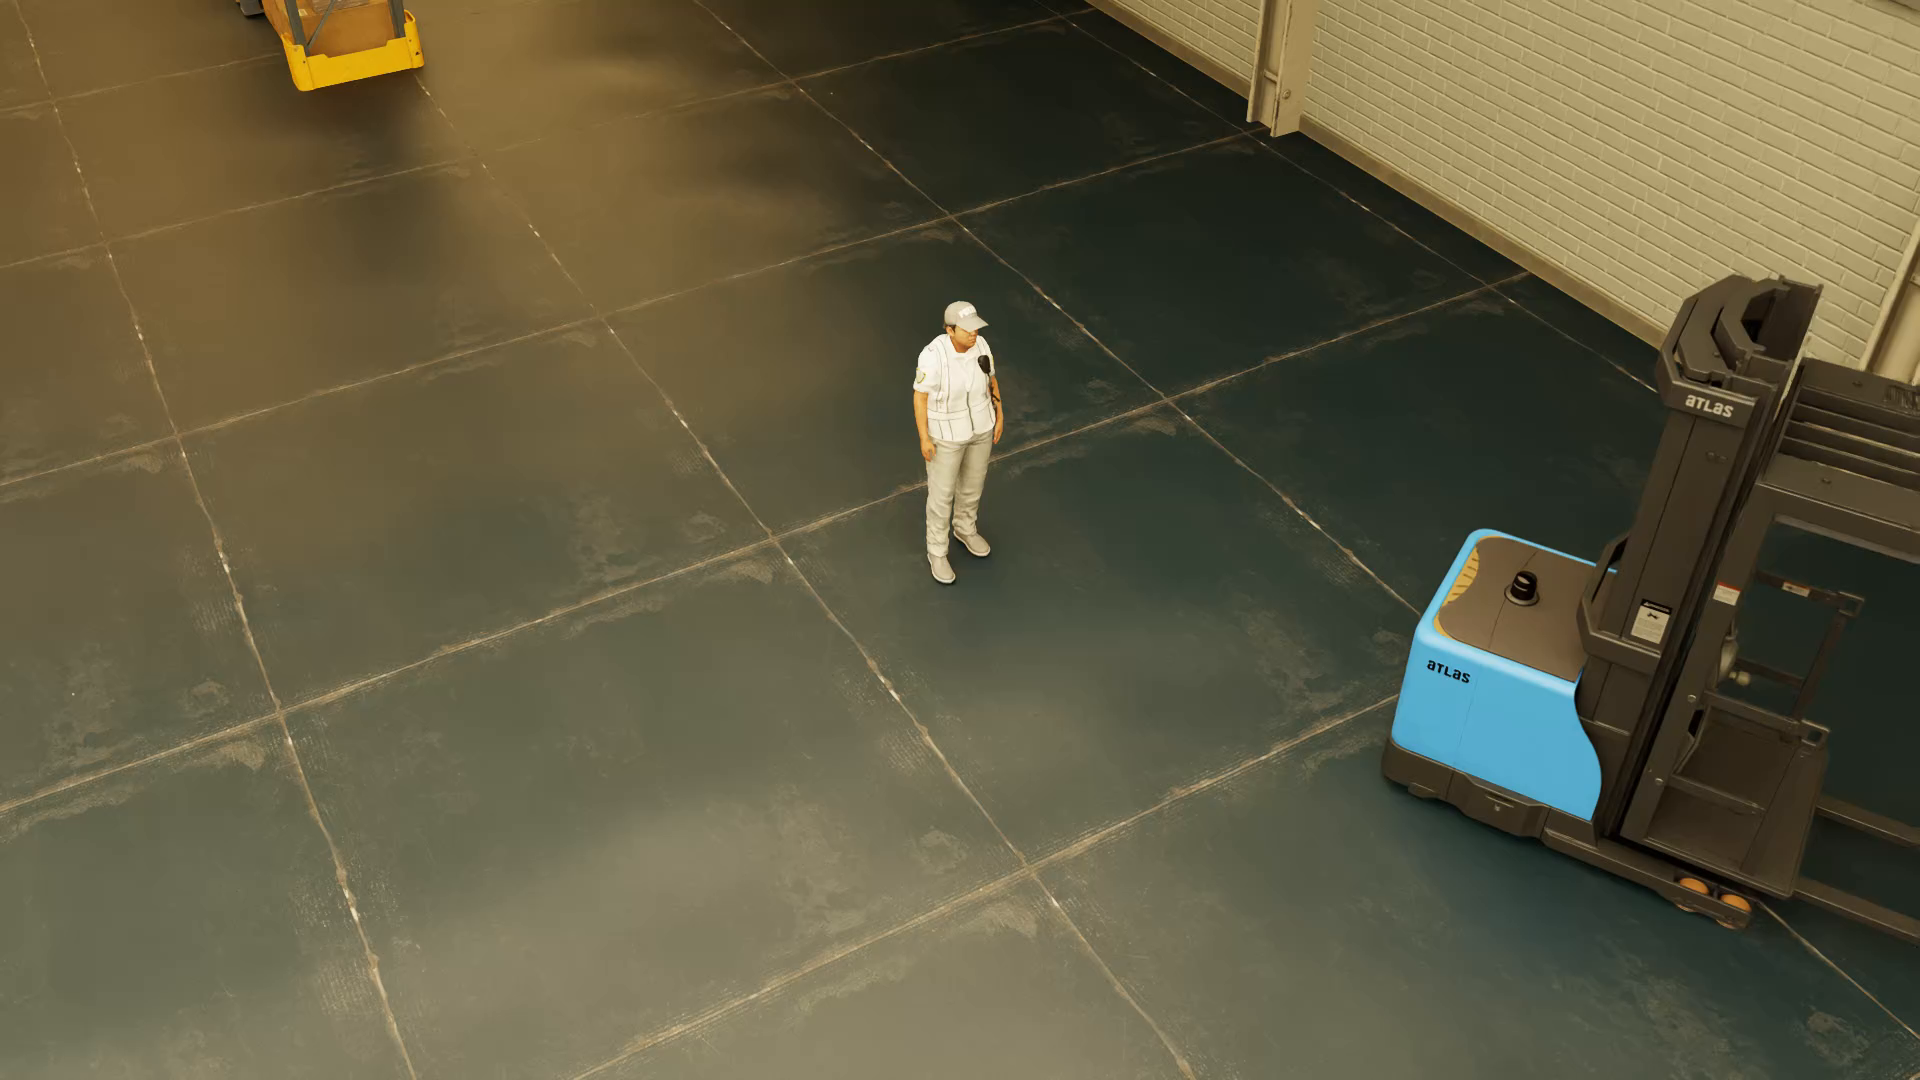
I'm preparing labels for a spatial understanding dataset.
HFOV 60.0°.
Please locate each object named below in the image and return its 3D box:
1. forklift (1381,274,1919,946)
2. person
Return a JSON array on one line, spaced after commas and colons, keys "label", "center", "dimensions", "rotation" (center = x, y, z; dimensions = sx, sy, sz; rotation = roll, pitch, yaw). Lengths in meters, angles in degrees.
[{"label": "forklift", "center": [3.750, 0.363, 7.598], "dimensions": [3.031, 2.935, 1.130], "rotation": [21, 44, 23]}, {"label": "person", "center": [0.019, -0.598, 9.735], "dimensions": [0.599, 1.670, 0.529], "rotation": [-20, 44, -23]}]
